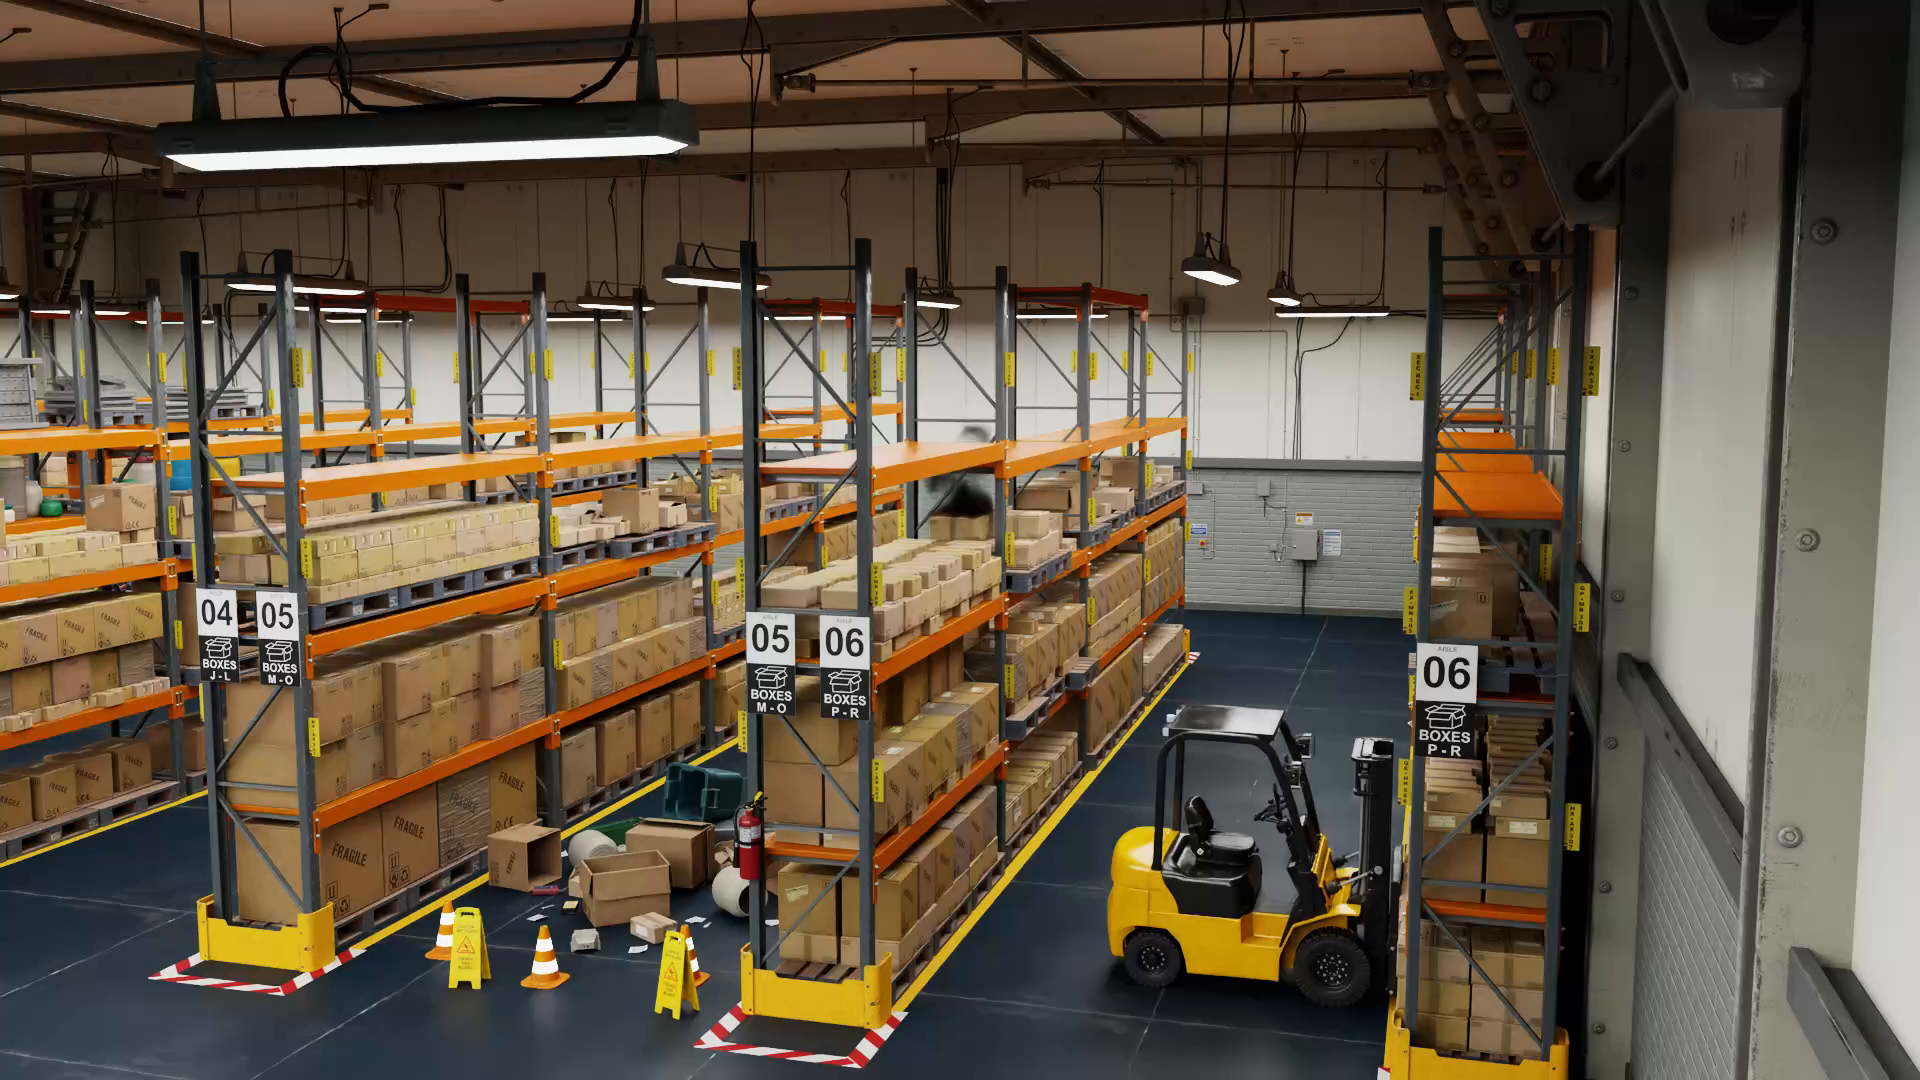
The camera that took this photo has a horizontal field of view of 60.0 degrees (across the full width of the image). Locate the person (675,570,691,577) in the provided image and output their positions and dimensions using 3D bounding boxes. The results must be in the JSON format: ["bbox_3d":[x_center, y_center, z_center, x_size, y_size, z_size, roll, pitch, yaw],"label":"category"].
[{"bbox_3d":[-4.377,1.352,26.083,0.669,1.762,1.042,3,7,25],"label":"person"}]
